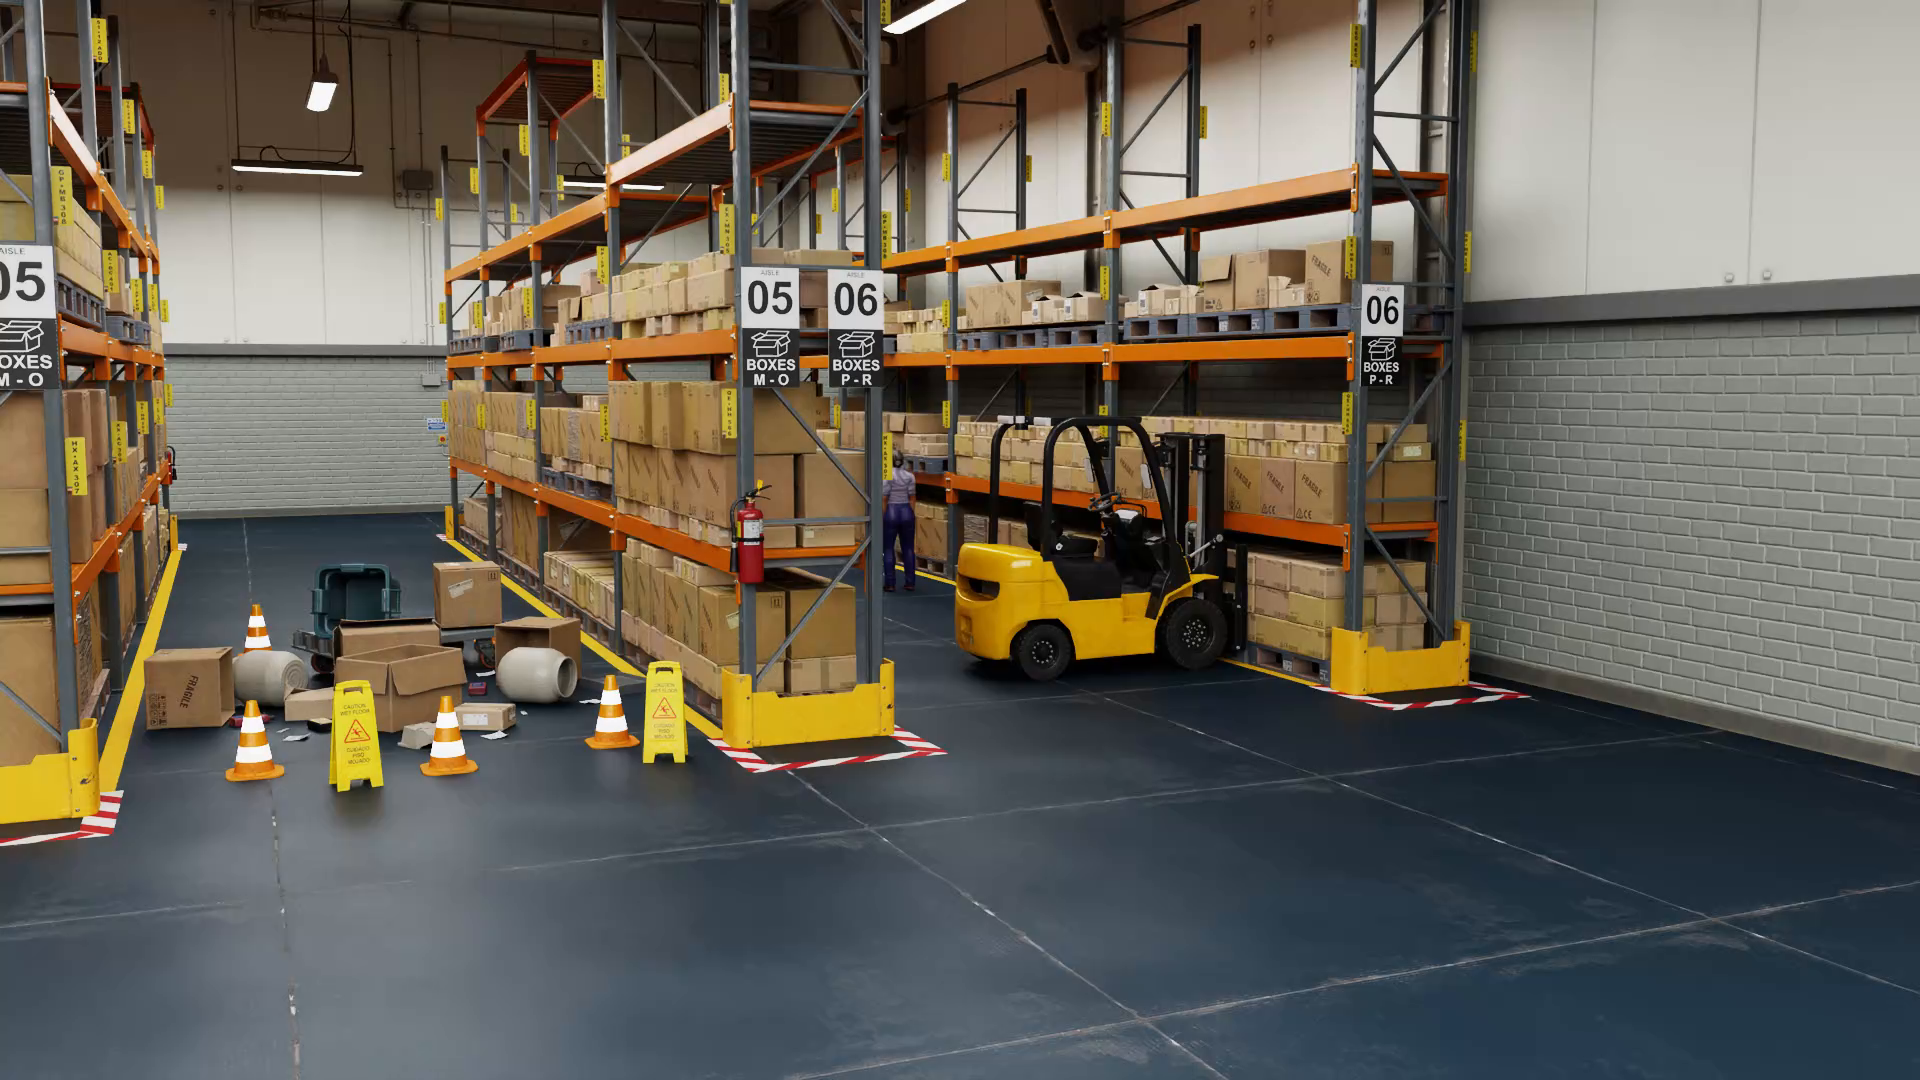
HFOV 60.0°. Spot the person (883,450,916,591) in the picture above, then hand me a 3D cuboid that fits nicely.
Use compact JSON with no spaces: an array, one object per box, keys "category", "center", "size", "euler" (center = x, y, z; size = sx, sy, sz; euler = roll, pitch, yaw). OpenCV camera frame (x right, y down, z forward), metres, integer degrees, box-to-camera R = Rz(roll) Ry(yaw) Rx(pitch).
[{"category":"person","center":[-0.734,-0.228,19.456],"size":[0.482,1.651,0.364],"euler":[-3,6,-26]}]
